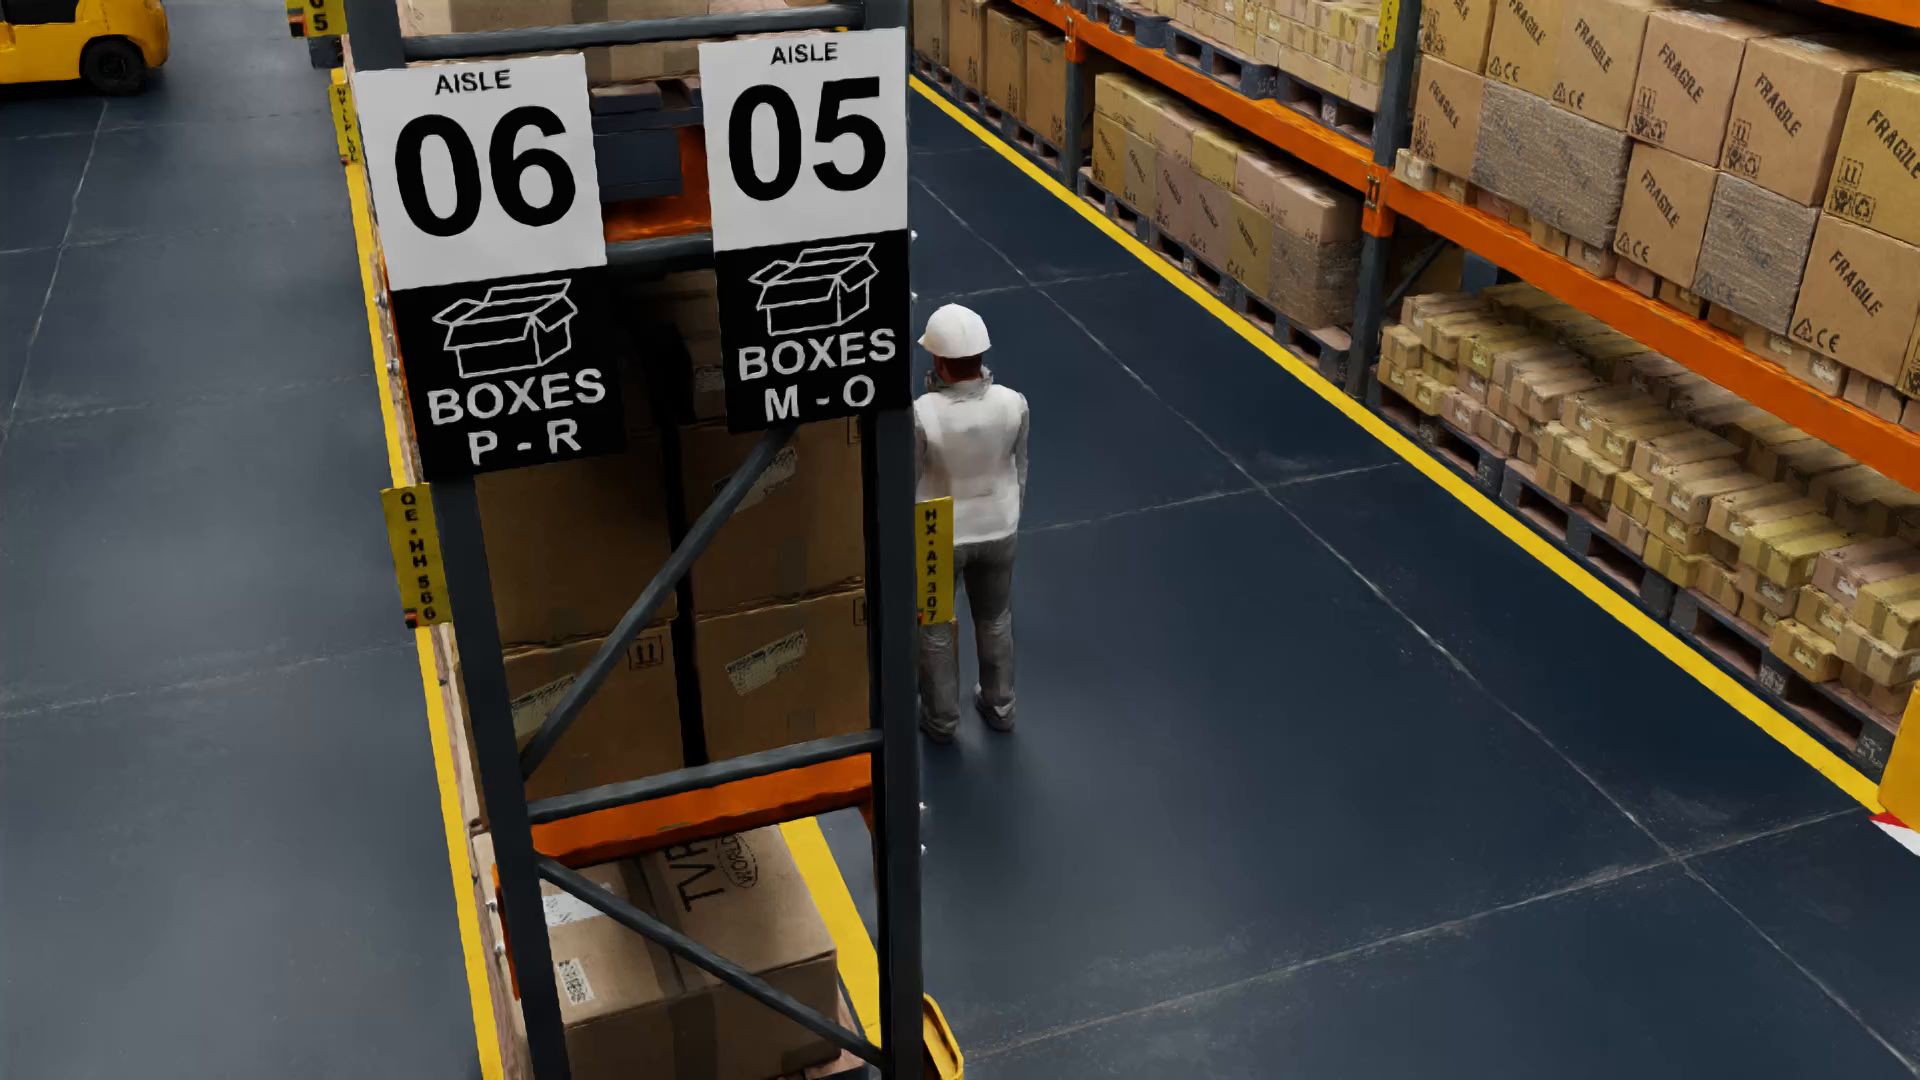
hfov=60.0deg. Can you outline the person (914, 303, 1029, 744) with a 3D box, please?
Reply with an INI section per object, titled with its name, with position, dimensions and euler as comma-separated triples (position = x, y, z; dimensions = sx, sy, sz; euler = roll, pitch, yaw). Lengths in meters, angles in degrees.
[person]
position = -0.011, -0.044, 6.189
dimensions = 0.533, 1.765, 0.358
euler = -10, 31, -17
